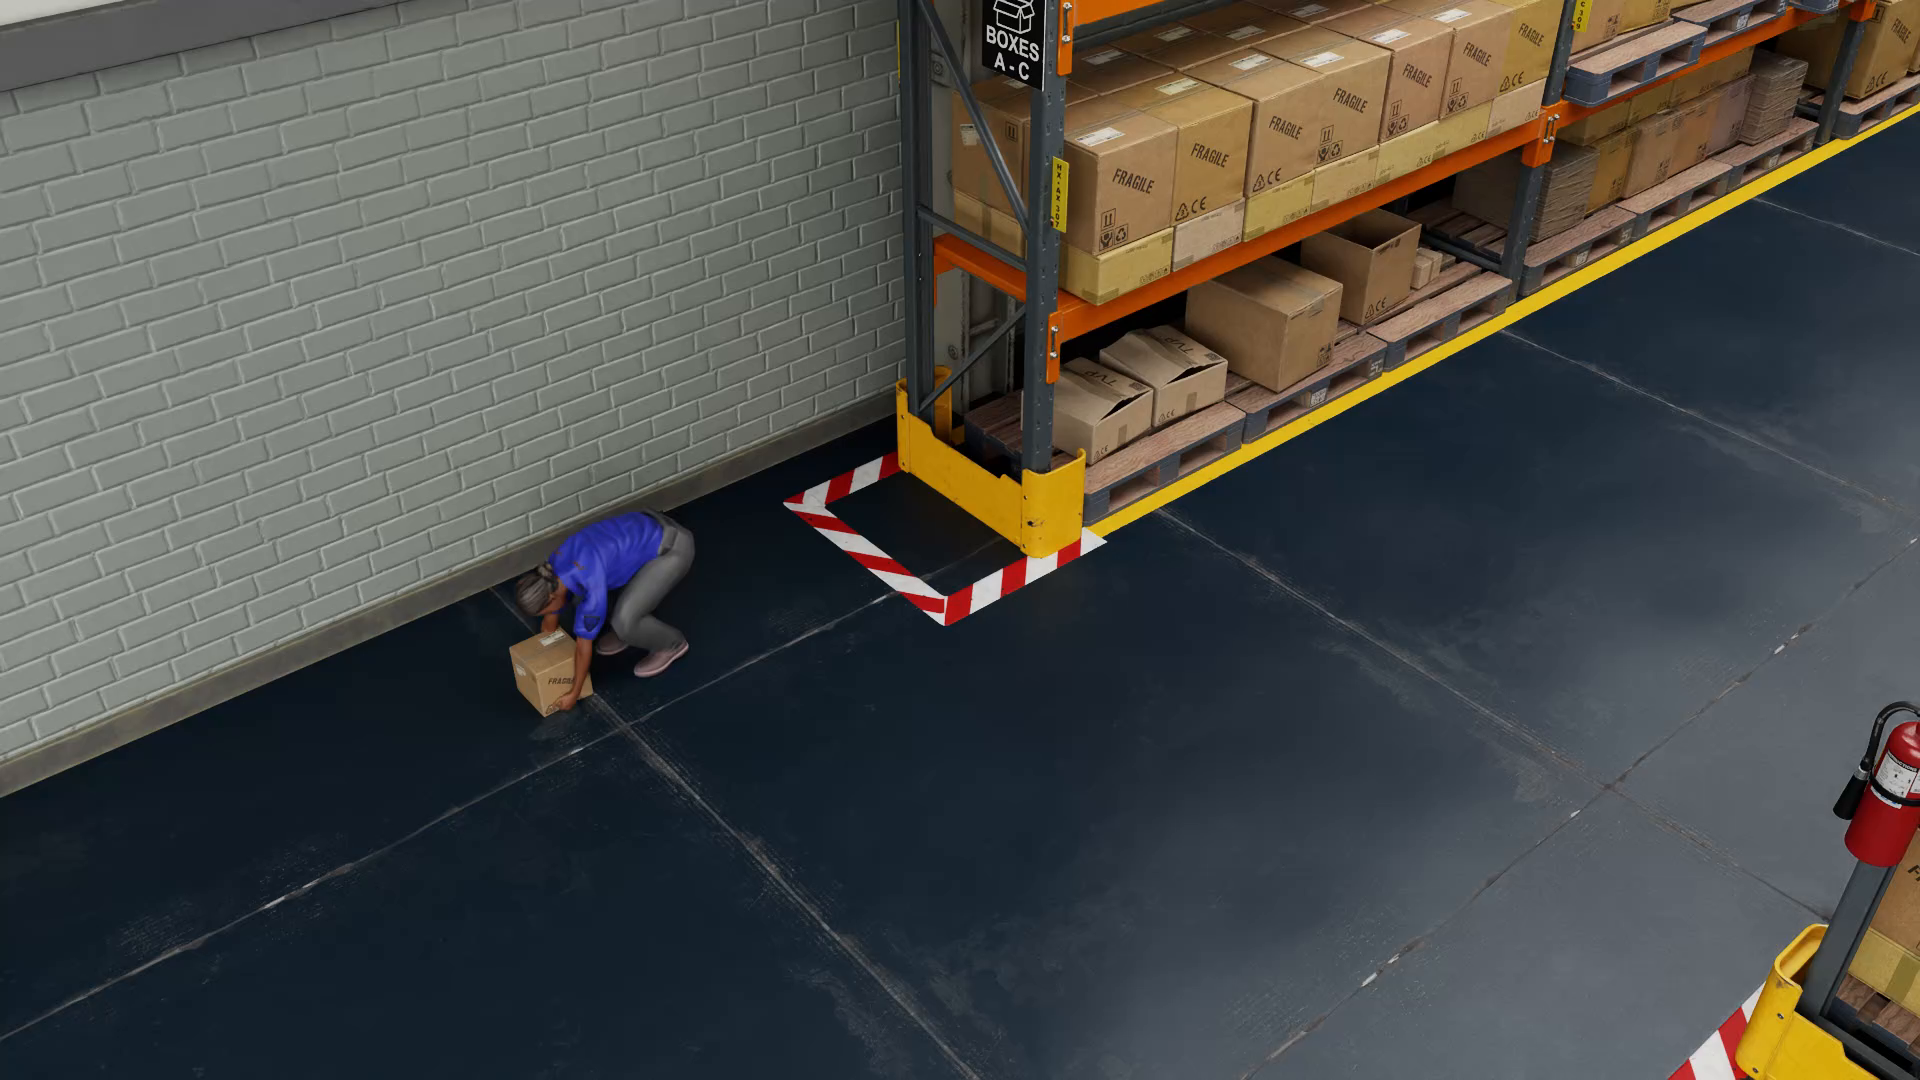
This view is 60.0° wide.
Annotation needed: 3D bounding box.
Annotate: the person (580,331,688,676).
[{"bbox_3d":[-1.494,-0.136,7.270,0.508,1.651,0.455,-27,44,-31],"label":"person"}]
